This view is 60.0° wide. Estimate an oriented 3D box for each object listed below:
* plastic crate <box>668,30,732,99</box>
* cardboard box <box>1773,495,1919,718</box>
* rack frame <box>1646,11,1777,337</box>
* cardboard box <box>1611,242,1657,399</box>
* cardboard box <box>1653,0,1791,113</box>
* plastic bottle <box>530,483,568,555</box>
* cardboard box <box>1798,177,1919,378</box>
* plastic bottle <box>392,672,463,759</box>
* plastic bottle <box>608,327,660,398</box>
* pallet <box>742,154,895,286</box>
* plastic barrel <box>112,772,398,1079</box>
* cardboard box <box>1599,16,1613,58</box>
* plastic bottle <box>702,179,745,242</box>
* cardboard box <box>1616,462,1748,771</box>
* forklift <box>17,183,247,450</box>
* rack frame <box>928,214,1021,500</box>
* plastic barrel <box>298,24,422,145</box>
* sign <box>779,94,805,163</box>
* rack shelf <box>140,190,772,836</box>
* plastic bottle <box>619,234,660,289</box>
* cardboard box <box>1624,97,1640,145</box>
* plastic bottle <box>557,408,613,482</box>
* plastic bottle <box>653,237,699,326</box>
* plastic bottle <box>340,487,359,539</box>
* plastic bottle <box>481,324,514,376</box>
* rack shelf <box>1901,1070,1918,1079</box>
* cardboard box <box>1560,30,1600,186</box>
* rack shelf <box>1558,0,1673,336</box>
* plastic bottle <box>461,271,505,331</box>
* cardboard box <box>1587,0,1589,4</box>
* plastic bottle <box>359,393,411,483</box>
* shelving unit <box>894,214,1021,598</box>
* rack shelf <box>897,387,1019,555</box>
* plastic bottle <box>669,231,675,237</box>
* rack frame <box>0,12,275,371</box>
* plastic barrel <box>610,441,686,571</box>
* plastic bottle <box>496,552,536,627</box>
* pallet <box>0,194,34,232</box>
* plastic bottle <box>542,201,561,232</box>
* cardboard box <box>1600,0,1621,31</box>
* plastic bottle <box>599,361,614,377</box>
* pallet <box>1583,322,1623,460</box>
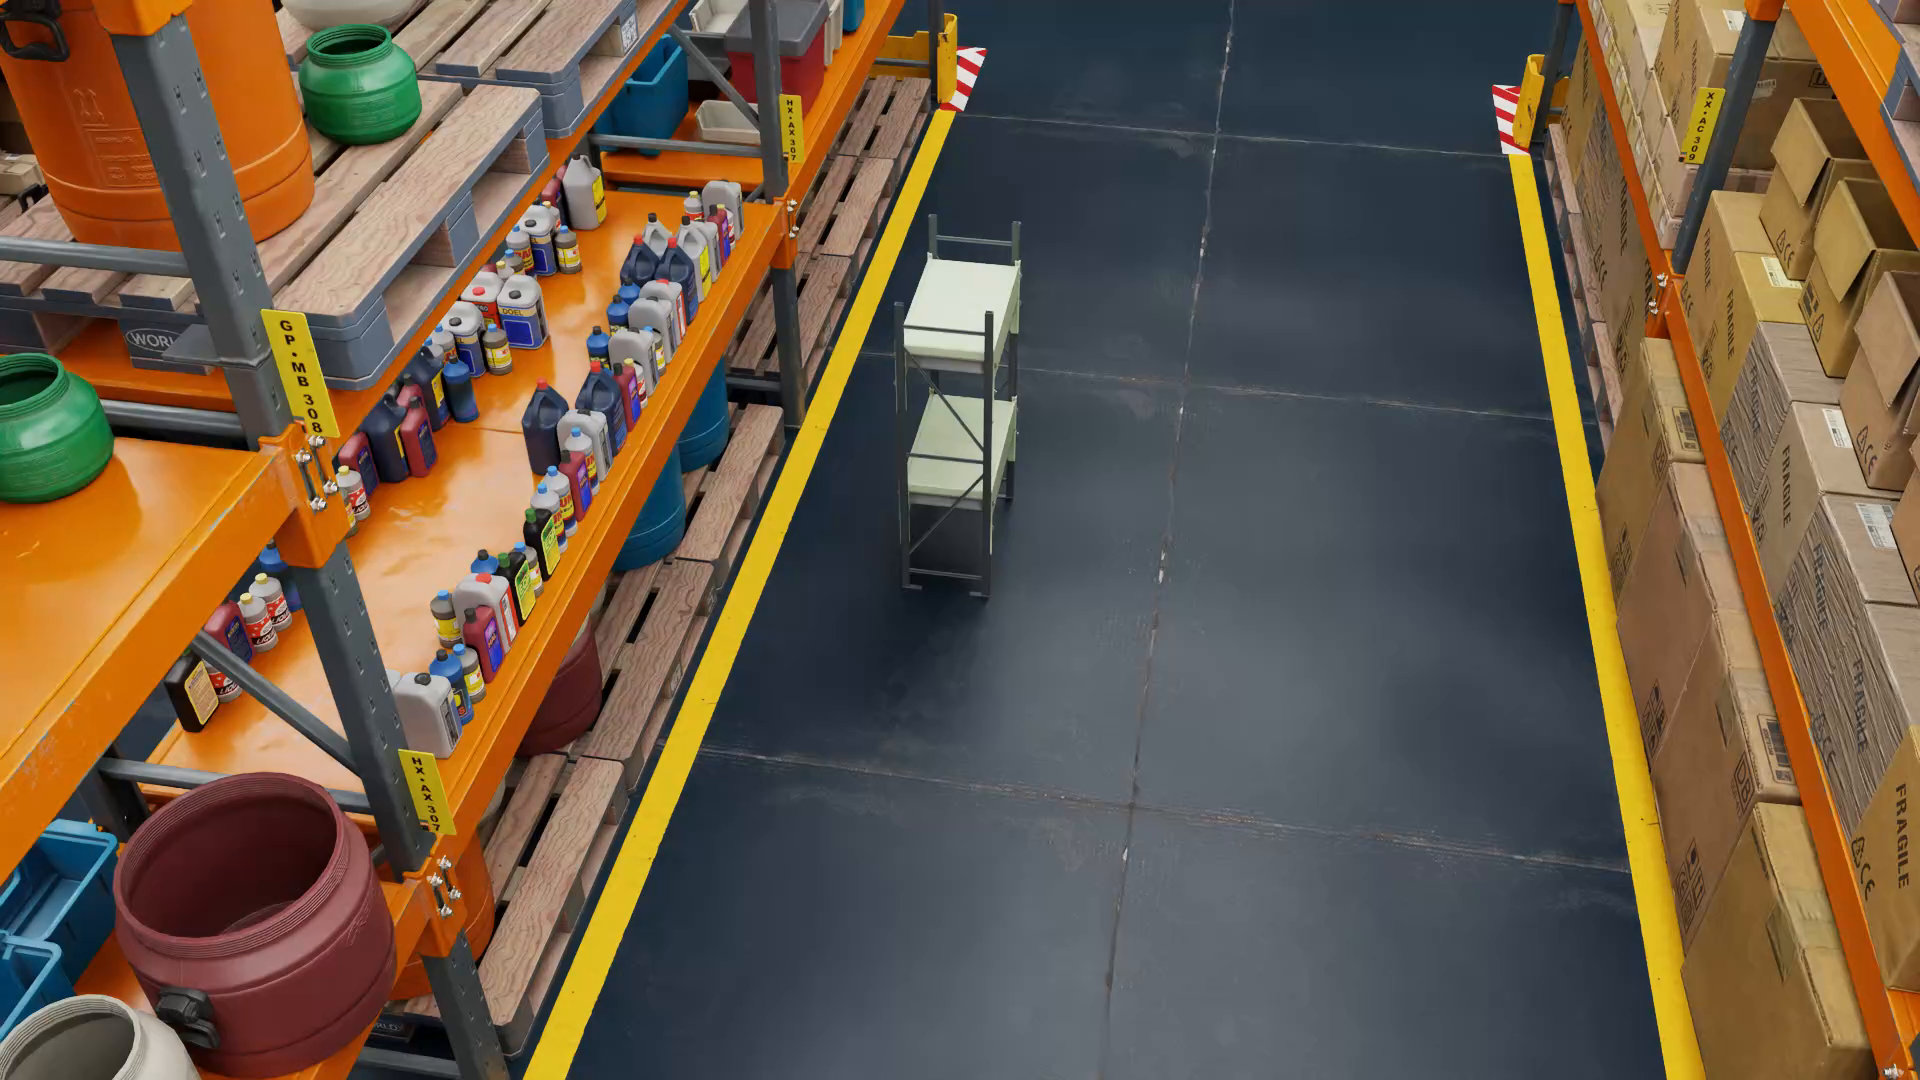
[{"bbox_3d":[-6.571,-2.076,7.778,10.364,0.629,4.185,6,40,8],"label":"plastic crate"},{"bbox_3d":[2.905,0.229,5.138,0.500,0.500,0.500,5,40,6],"label":"cardboard box"},{"bbox_3d":[3.577,-1.268,7.026,1.000,3.000,0.127,6,40,8],"label":"rack frame"},{"bbox_3d":[3.770,-1.016,8.060,0.875,0.875,0.875,6,40,8],"label":"cardboard box"},{"bbox_3d":[3.484,-2.245,7.504,0.500,0.500,0.500,7,40,8],"label":"cardboard box"},{"bbox_3d":[-1.410,-0.078,5.689,0.097,0.271,0.097,0,40,0],"label":"plastic bottle"},{"bbox_3d":[3.345,-0.862,5.669,0.797,0.503,0.637,7,40,8],"label":"cardboard box"},{"bbox_3d":[-1.600,0.508,4.975,0.152,0.276,0.135,6,40,8],"label":"plastic bottle"},{"bbox_3d":[-1.264,-0.707,6.446,0.152,0.276,0.135,6,40,8],"label":"plastic bottle"},{"bbox_3d":[-1.003,-1.973,10.067,1.003,0.211,1.213,6,40,8],"label":"pallet"},{"bbox_3d":[-1.775,0.969,4.214,0.600,0.536,0.708,6,40,8],"label":"plastic barrel"},{"bbox_3d":[3.663,-2.688,8.941,0.380,0.149,0.250,6,40,7],"label":"cardboard box"},{"bbox_3d":[-1.051,-1.483,7.384,0.152,0.276,0.135,6,40,8],"label":"plastic bottle"},{"bbox_3d":[3.333,0.354,6.402,1.225,0.875,0.875,5,40,6],"label":"cardboard box"},{"bbox_3d":[-3.747,-1.747,7.660,1.121,2.935,3.031,13,41,16],"label":"forklift"},{"bbox_3d":[0.062,-0.804,7.642,0.400,1.500,0.023,6,40,8],"label":"rack frame"},{"bbox_3d":[-1.583,-1.201,4.384,0.294,0.245,0.294,0,40,0],"label":"plastic barrel"},{"bbox_3d":[-0.759,-1.859,7.524,0.100,0.325,0.005,6,40,8],"label":"sign"},{"bbox_3d":[-1.647,-0.357,6.335,0.919,0.124,3.809,6,40,8],"label":"rack shelf"},{"bbox_3d":[-1.311,-1.082,6.840,0.144,0.351,0.185,6,40,8],"label":"plastic bottle"},{"bbox_3d":[3.485,-2.044,8.163,0.380,0.149,0.250,7,40,9],"label":"cardboard box"},{"bbox_3d":[-1.360,-0.362,6.028,0.152,0.276,0.135,6,40,8],"label":"plastic bottle"},{"bbox_3d":[-1.170,-1.066,6.821,0.144,0.351,0.185,6,40,8],"label":"plastic bottle"},{"bbox_3d":[-2.164,-0.110,5.781,0.097,0.201,0.097,0,40,0],"label":"plastic bottle"},{"bbox_3d":[-1.830,-0.760,6.568,0.097,0.201,0.097,0,40,0],"label":"plastic bottle"},{"bbox_3d":[2.539,2.775,2.701,1.077,0.370,4.000,6,40,8],"label":"rack shelf"},{"bbox_3d":[4.238,-2.711,10.109,0.875,0.875,0.875,6,40,8],"label":"cardboard box"},{"bbox_3d":[3.924,-2.246,8.773,1.077,0.370,4.000,6,40,8],"label":"rack shelf"},{"bbox_3d":[-1.916,-0.936,6.723,0.152,0.276,0.135,6,40,8],"label":"plastic bottle"},{"bbox_3d":[3.796,-3.173,9.528,0.380,0.149,0.250,6,40,7],"label":"cardboard box"},{"bbox_3d":[-2.077,-0.398,6.013,0.144,0.351,0.185,6,40,8],"label":"plastic bottle"},{"bbox_3d":[-0.001,-0.574,7.364,0.431,1.500,0.755,6,40,8],"label":"shelving unit"},{"bbox_3d":[-0.001,-0.323,7.572,0.431,0.370,0.720,6,40,8],"label":"rack shelf"},{"bbox_3d":[-1.240,-1.227,7.133,0.097,0.201,0.097,0,40,0],"label":"plastic bottle"},{"bbox_3d":[-1.993,-1.616,2.739,1.000,3.000,0.127,6,40,8],"label":"rack frame"},{"bbox_3d":[-1.534,-0.383,7.273,0.600,0.901,0.708,6,40,8],"label":"plastic barrel"},{"bbox_3d":[-1.451,0.136,5.420,0.061,0.283,0.133,6,40,8],"label":"plastic bottle"},{"bbox_3d":[-6.059,-1.718,9.760,1.003,0.211,1.213,6,40,8],"label":"pallet"},{"bbox_3d":[-1.809,-1.396,7.337,0.097,0.201,0.097,0,40,0],"label":"plastic bottle"},{"bbox_3d":[3.747,-2.921,8.911,0.500,0.250,0.500,5,40,6],"label":"cardboard box"},{"bbox_3d":[-1.341,-0.553,6.262,0.097,0.271,0.097,0,40,0],"label":"plastic bottle"},{"bbox_3d":[3.786,-0.662,8.481,1.003,0.211,1.213,6,40,8],"label":"pallet"}]
